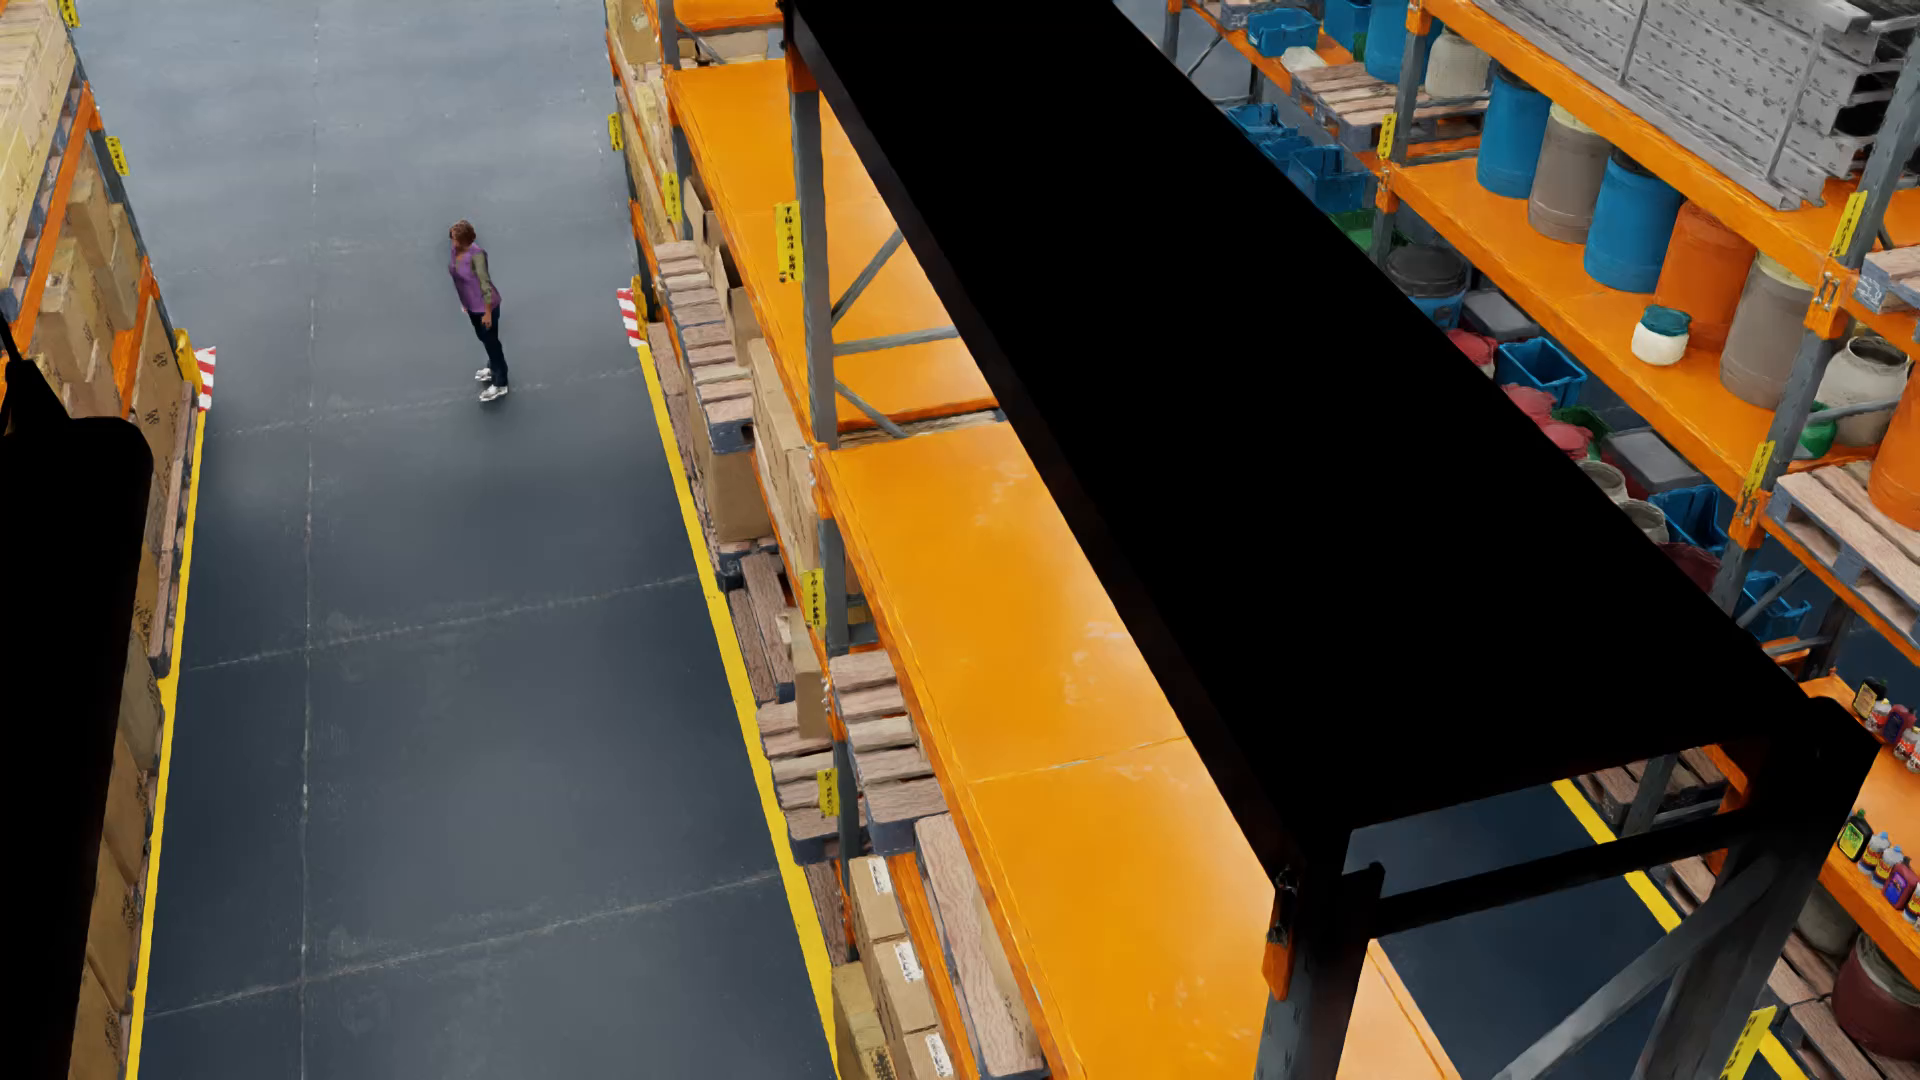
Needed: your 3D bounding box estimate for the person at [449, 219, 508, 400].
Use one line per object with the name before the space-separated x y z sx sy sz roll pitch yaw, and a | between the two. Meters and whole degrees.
person | -4.072 -1.956 13.985 0.504 1.603 0.419 32 48 34
